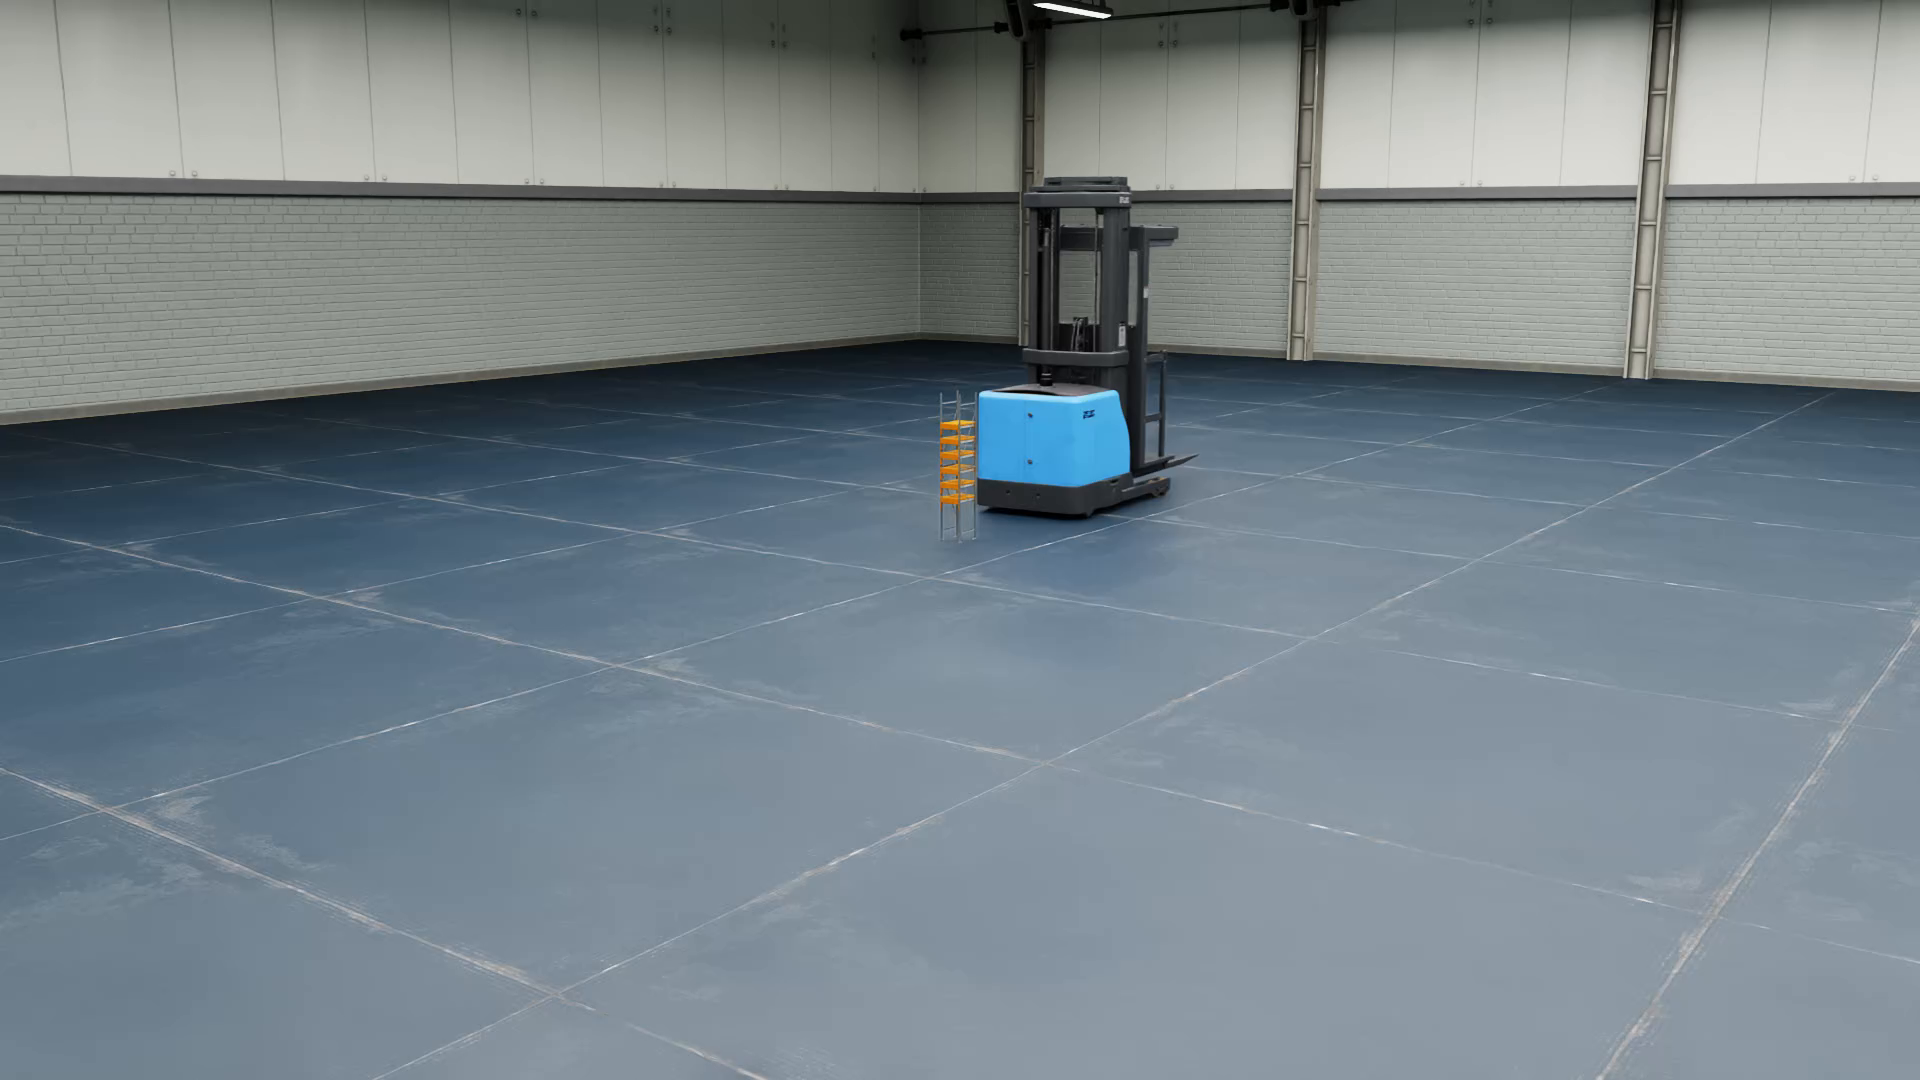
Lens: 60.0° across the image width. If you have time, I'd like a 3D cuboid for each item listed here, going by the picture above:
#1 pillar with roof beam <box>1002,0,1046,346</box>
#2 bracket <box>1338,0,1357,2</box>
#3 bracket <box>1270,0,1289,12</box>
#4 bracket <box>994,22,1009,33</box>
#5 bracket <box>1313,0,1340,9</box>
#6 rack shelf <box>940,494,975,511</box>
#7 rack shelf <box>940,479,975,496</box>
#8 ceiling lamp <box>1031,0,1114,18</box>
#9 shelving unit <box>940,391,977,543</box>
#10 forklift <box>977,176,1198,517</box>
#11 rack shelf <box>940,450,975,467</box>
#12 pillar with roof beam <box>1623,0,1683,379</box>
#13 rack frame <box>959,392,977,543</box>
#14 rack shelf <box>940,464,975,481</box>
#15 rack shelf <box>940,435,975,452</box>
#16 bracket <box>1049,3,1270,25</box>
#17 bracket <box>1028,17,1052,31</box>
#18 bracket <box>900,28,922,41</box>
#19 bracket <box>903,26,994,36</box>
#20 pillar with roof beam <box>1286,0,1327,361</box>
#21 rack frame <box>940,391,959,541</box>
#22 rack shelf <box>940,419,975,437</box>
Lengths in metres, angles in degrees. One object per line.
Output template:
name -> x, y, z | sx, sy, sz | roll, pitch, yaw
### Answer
pillar with roof beam -> -1.097, -7.768, 29.991 | 0.548, 9.000, 9.100 | 8, 13, 36
bracket -> 8.488, -9.129, 27.549 | 4.783, 0.066, 0.076 | 8, 13, 36
bracket -> 5.742, -9.512, 29.529 | 0.430, 0.232, 0.235 | 8, 13, 36
bracket -> 0.906, -10.187, 33.016 | 0.430, 0.232, 0.235 | 8, 13, 36
bracket -> 6.412, -9.419, 29.047 | 0.430, 0.232, 0.235 | 8, 13, 36
rack shelf -> -0.012, -0.311, 13.478 | 0.180, 0.103, 0.258 | 8, 13, 36
rack shelf -> -0.012, -0.429, 13.455 | 0.180, 0.103, 0.258 | 8, 13, 36
ceiling lamp -> 1.629, -10.099, 26.672 | 0.800, 3.185, 2.000 | 8, 13, 36
shelving unit -> -0.012, -0.591, 13.424 | 0.189, 1.200, 0.258 | 8, 13, 36
forklift -> 1.340, -1.876, 15.511 | 1.130, 2.935, 3.031 | 7, 13, 31
rack shelf -> -0.012, -0.665, 13.410 | 0.180, 0.103, 0.258 | 8, 13, 36
pillar with roof beam -> 8.575, -6.419, 23.017 | 0.400, 9.000, 9.100 | 8, 13, 36
rack frame -> 0.062, -0.580, 13.371 | 0.006, 1.200, 0.240 | 8, 13, 36
rack shelf -> -0.012, -0.547, 13.433 | 0.180, 0.103, 0.258 | 8, 13, 36
rack shelf -> -0.012, -0.783, 13.387 | 0.180, 0.103, 0.258 | 8, 13, 36
bracket -> 3.652, -9.804, 31.036 | 4.783, 0.066, 0.076 | 8, 13, 36
bracket -> 1.575, -10.093, 32.533 | 0.430, 0.232, 0.235 | 8, 13, 36
bracket -> -1.004, -10.453, 34.393 | 0.430, 0.232, 0.235 | 8, 13, 36
bracket -> -0.528, -10.387, 34.050 | 3.189, 0.066, 0.076 | 8, 13, 36
pillar with roof beam -> 3.739, -7.093, 26.504 | 0.548, 9.000, 9.100 | 8, 13, 36
rack frame -> -0.085, -0.601, 13.477 | 0.006, 1.200, 0.240 | 8, 13, 36
rack shelf -> -0.012, -0.901, 13.364 | 0.180, 0.103, 0.258 | 8, 13, 36
